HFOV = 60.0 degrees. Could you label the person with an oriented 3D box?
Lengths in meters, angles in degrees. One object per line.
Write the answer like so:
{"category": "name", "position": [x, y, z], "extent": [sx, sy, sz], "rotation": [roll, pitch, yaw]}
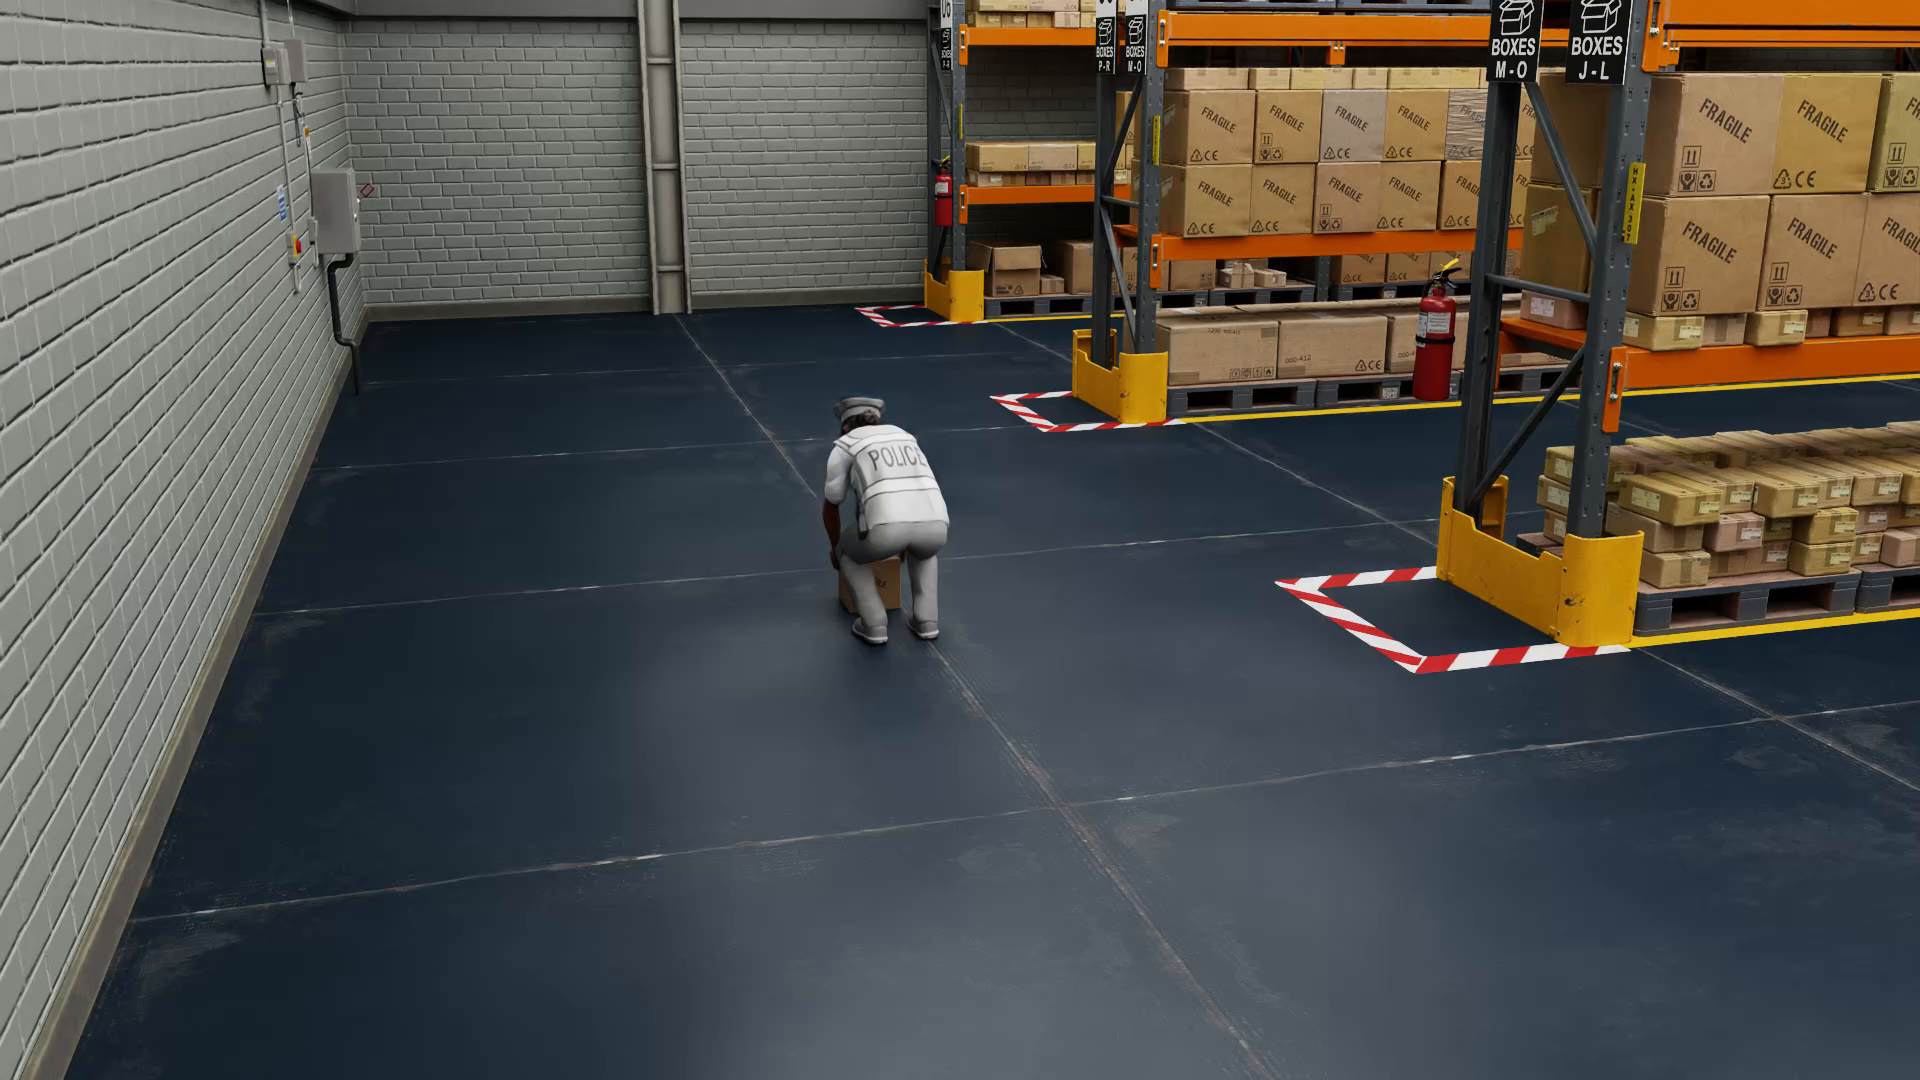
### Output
{"category": "person", "position": [-0.347, -0.095, 7.506], "extent": [0.492, 1.034, 0.846], "rotation": [-5, 17, -15]}
